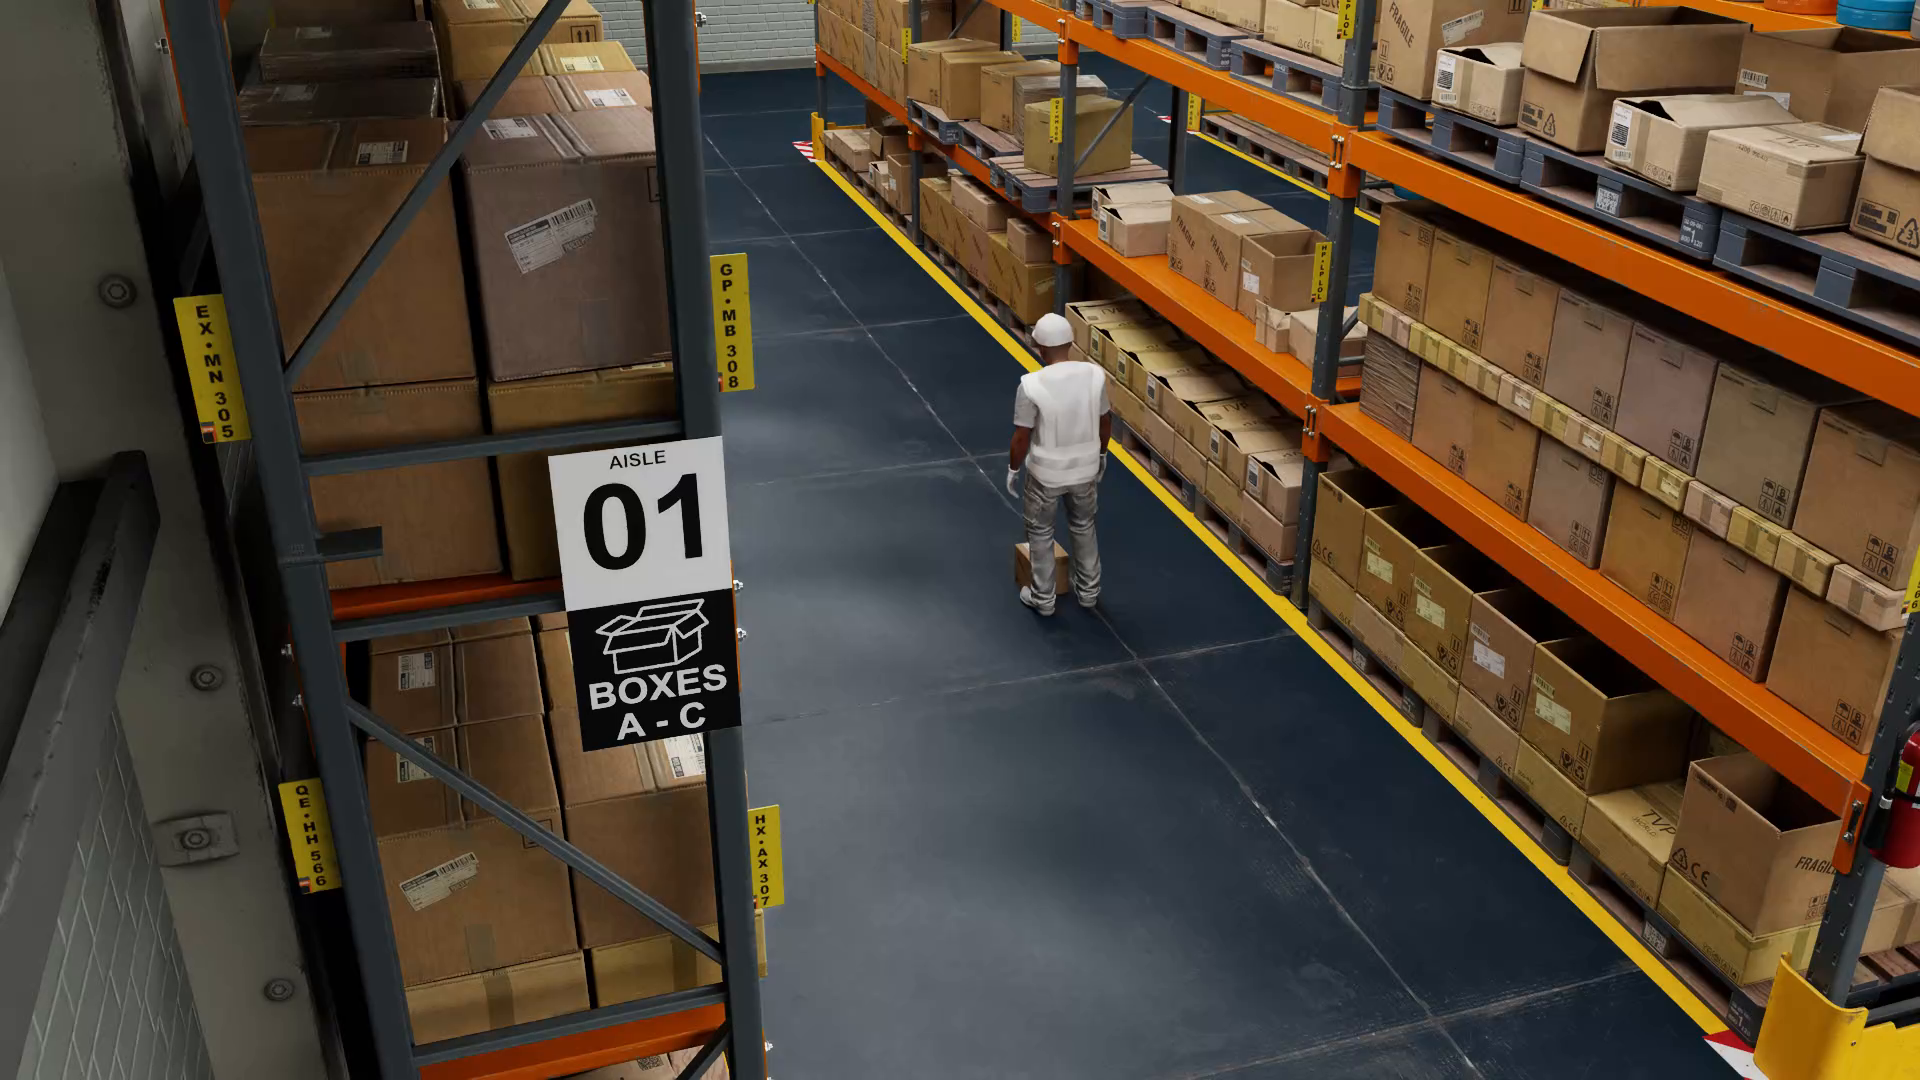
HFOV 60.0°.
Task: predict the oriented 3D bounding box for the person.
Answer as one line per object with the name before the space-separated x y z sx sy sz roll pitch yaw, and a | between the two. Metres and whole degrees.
person | 0.559 -0.416 9.450 0.629 1.774 0.445 -10 28 -19
